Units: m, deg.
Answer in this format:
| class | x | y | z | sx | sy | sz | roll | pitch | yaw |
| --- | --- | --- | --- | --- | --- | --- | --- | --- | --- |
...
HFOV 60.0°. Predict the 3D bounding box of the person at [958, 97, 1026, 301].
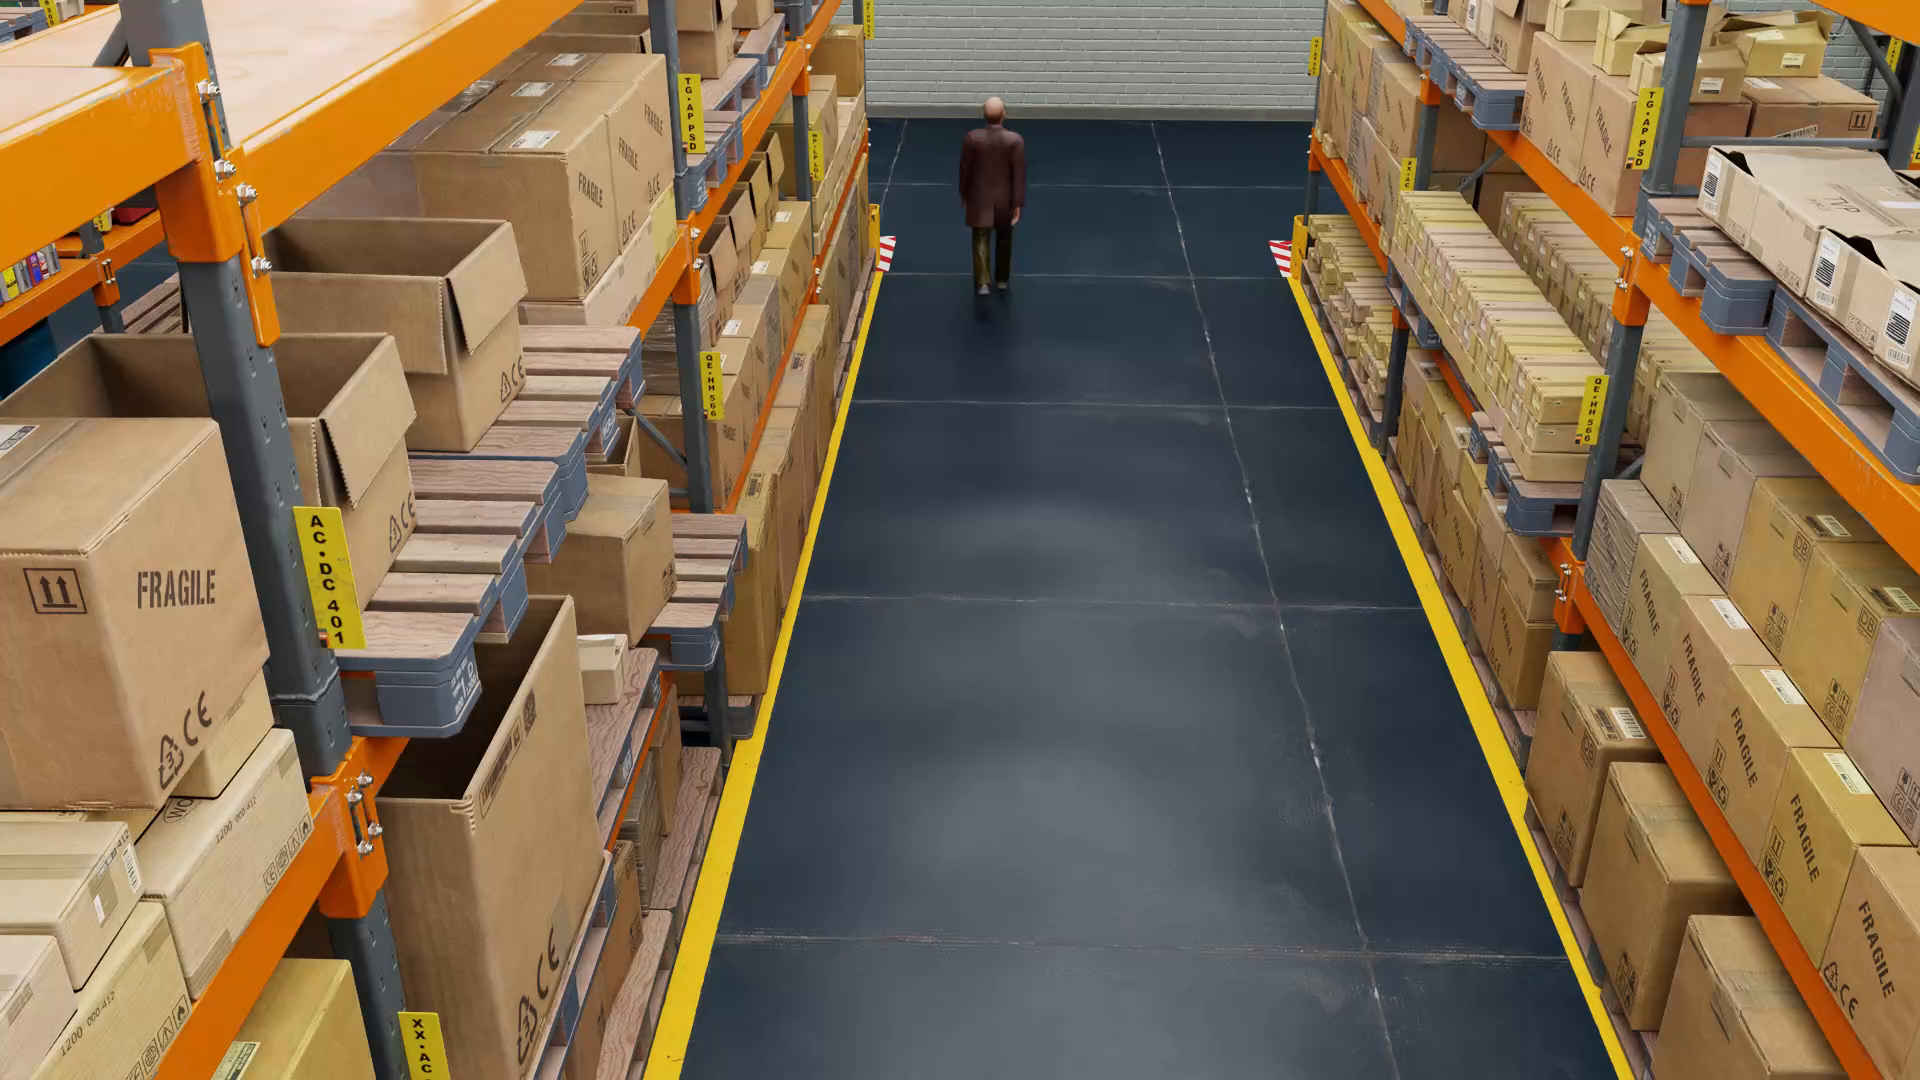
| class | x | y | z | sx | sy | sz | roll | pitch | yaw |
| --- | --- | --- | --- | --- | --- | --- | --- | --- | --- |
| person | 0.273 | -2.918 | 14.212 | 0.573 | 1.738 | 1.065 | 0 | 28 | 0 |
